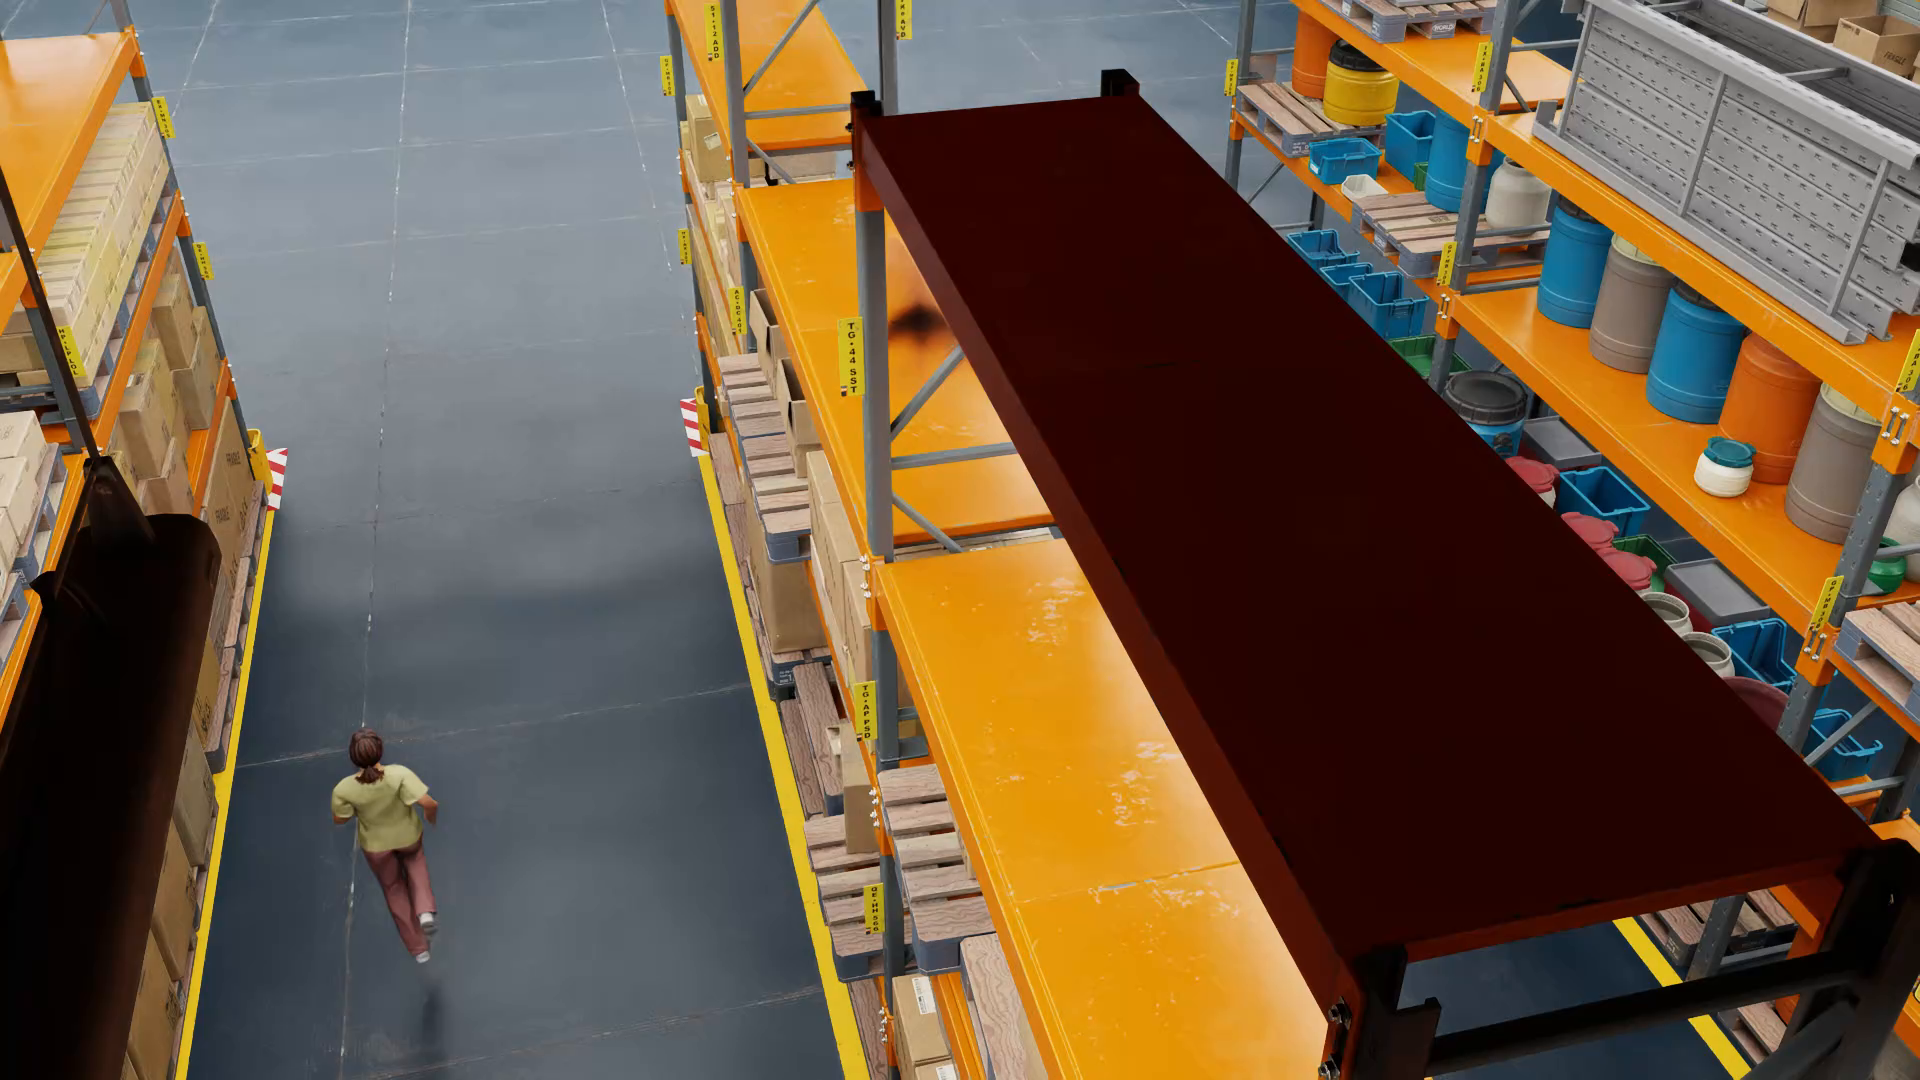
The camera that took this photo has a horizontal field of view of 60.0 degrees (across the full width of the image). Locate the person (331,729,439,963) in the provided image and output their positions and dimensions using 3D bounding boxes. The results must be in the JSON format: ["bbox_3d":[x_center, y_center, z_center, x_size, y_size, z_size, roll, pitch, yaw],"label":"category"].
[{"bbox_3d":[-3.290,1.704,9.641,0.566,1.653,0.549,-14,37,-19],"label":"person"}]
